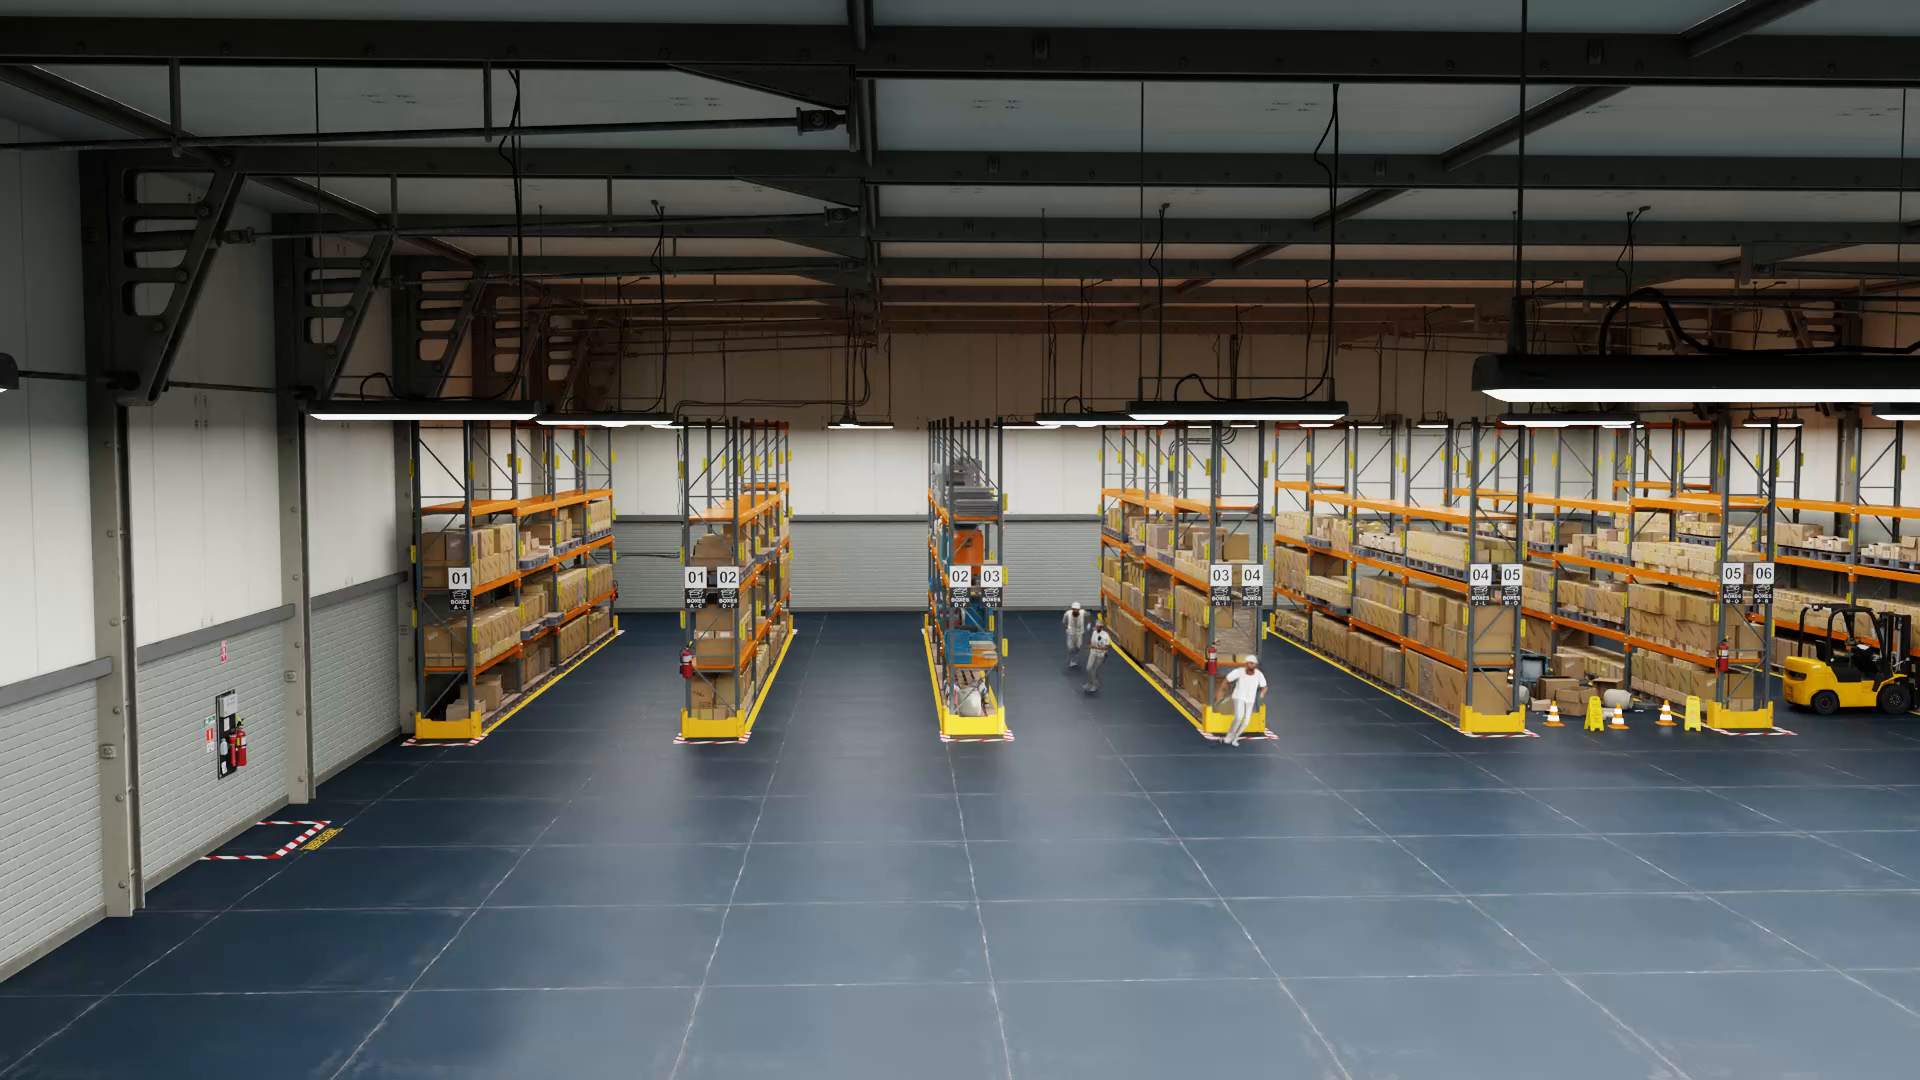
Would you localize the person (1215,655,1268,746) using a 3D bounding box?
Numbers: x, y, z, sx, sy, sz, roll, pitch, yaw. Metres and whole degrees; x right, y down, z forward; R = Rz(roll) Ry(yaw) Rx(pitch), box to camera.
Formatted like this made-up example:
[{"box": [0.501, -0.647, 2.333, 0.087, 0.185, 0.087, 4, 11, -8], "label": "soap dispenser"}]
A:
[{"box": [5.185, 2.936, 30.285, 0.876, 1.683, 0.697, -1, 4, -18], "label": "person"}]

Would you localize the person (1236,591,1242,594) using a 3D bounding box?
[{"box": [7.738, 1.912, 45.335, 0.637, 1.774, 0.831, 0, 4, 4], "label": "person"}]

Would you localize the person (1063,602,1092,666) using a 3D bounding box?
[{"box": [2.843, 2.290, 40.331, 0.719, 1.605, 0.844, 0, 4, -1], "label": "person"}]

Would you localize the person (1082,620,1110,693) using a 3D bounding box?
[{"box": [2.985, 2.524, 36.549, 0.721, 1.597, 0.683, 2, 4, 26], "label": "person"}]
